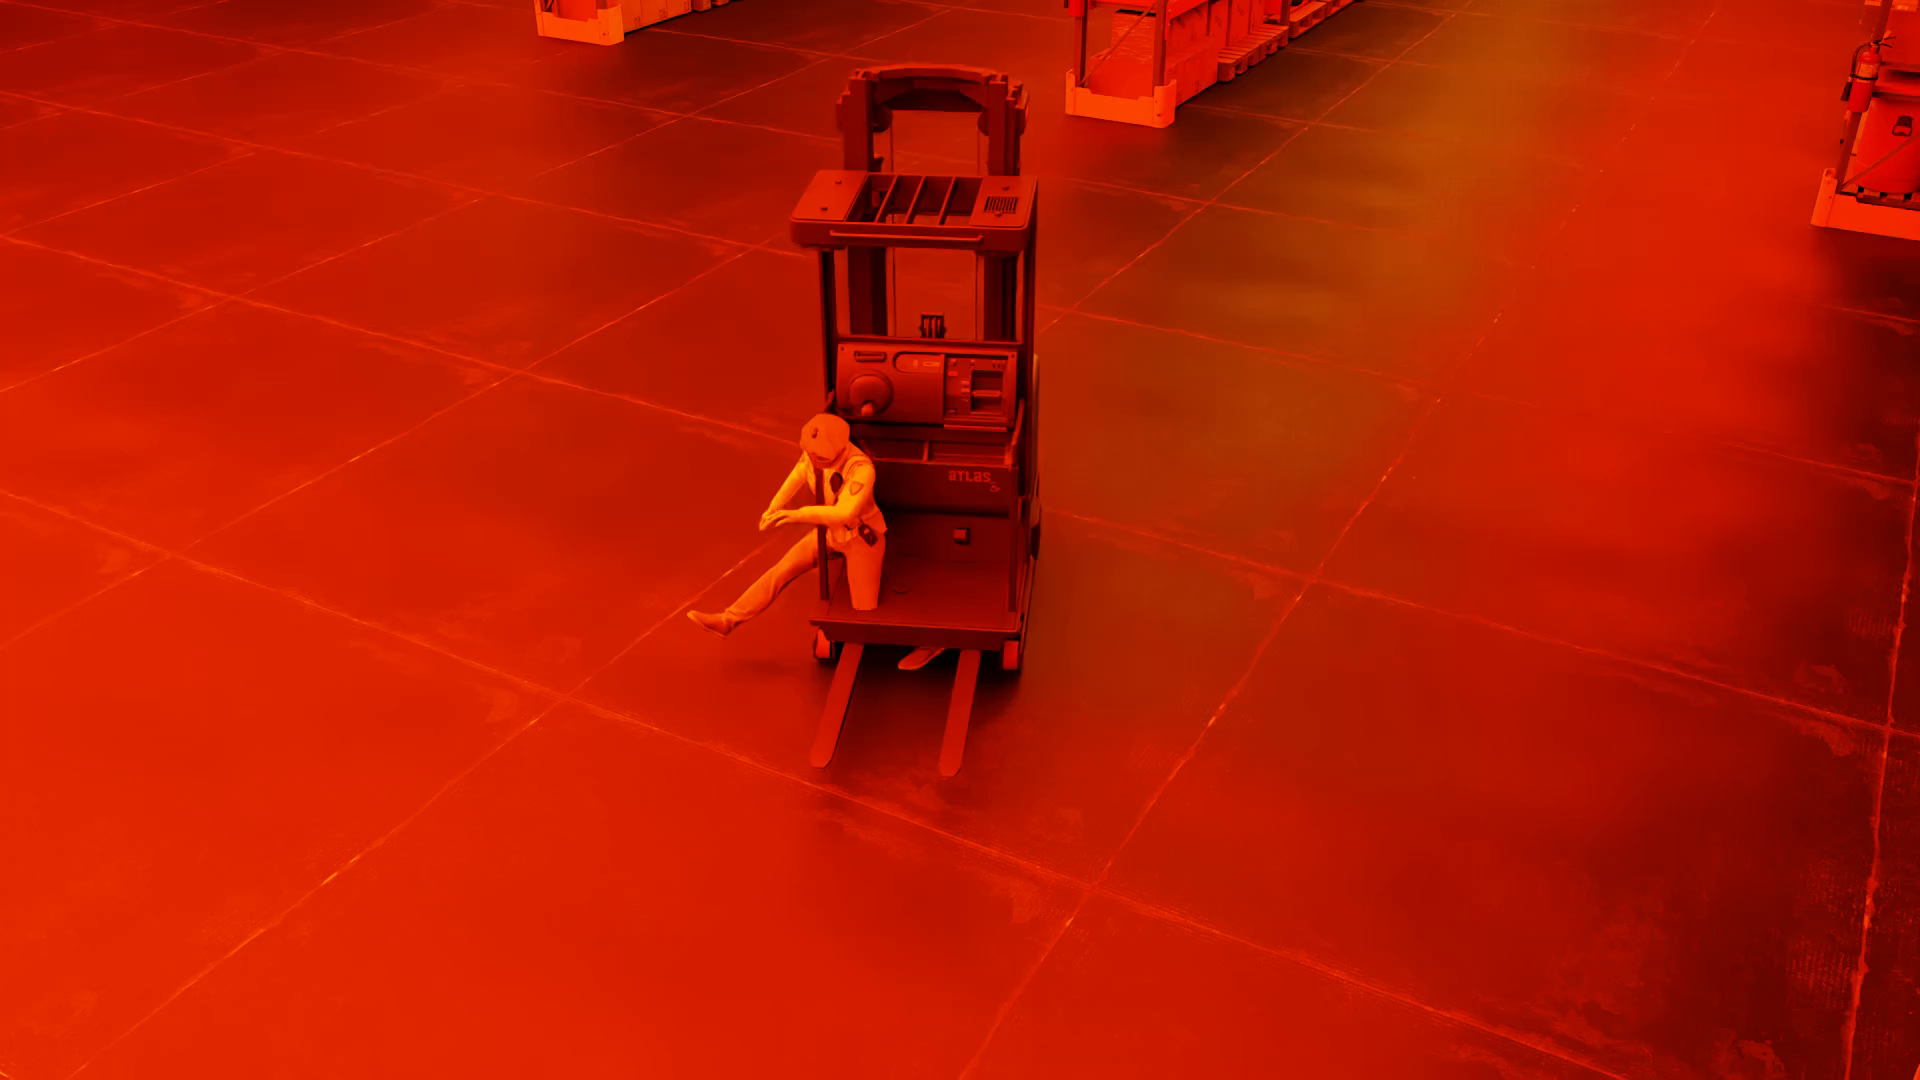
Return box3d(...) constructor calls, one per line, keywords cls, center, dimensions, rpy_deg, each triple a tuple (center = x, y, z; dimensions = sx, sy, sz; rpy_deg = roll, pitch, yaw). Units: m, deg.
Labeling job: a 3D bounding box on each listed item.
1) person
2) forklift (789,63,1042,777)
box3d(cls="person", center=(-0.778, 0.019, 8.579), dimensions=(1.124, 1.422, 0.912), rpy_deg=(-21, 36, -32))
box3d(cls="forklift", center=(-0.192, -0.756, 8.381), dimensions=(1.130, 2.935, 3.031), rpy_deg=(3, 30, 5))
